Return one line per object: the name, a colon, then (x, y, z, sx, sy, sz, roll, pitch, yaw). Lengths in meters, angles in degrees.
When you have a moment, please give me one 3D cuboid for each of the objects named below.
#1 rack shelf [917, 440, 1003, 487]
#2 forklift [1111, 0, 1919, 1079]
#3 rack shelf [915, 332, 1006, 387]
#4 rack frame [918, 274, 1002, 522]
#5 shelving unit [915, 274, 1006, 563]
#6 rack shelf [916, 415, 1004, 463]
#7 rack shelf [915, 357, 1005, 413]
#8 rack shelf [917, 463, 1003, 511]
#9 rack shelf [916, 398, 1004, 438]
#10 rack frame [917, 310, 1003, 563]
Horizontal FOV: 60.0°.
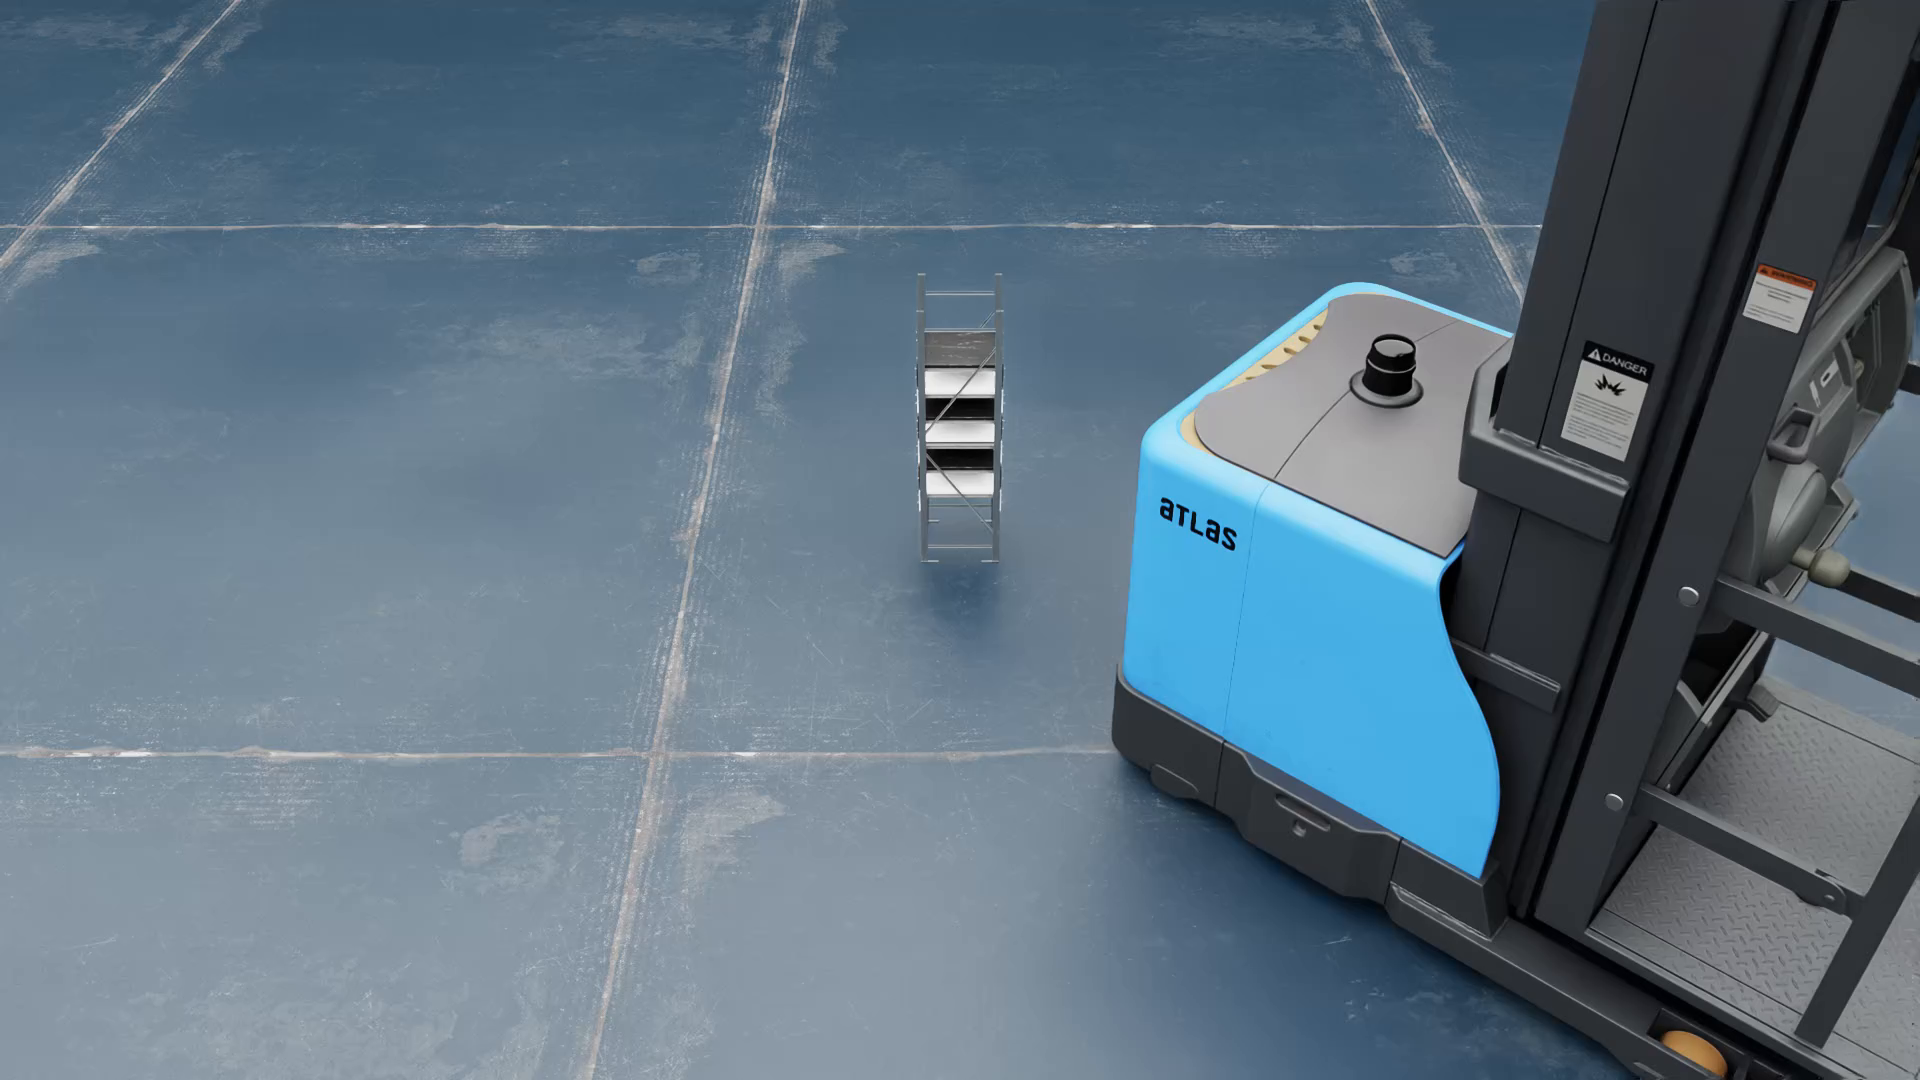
rack shelf: (0.000, -0.250, 5.039, 0.258, 0.077, 0.200, 0, 39, 0)
forklift: (1.858, -0.188, 3.141, 3.031, 2.935, 1.130, 28, 46, 30)
rack shelf: (0.000, -0.531, 4.814, 0.258, 0.077, 0.200, 0, 39, 0)
rack frame: (0.000, -0.410, 5.042, 0.240, 0.900, 0.006, 0, 39, 0)
shelving unit: (0.000, -0.346, 4.962, 0.258, 0.900, 0.210, 0, 39, 0)
rack shelf: (0.000, -0.320, 4.983, 0.258, 0.077, 0.200, 0, 39, 0)
rack shelf: (0.000, -0.461, 4.871, 0.258, 0.077, 0.200, 0, 39, 0)
rack shelf: (0.000, -0.180, 5.096, 0.258, 0.077, 0.200, 0, 39, 0)
rack shelf: (0.000, -0.390, 4.927, 0.258, 0.077, 0.200, 0, 39, 0)
rack frame: (0.000, -0.282, 4.883, 0.240, 0.900, 0.006, 0, 39, 0)
